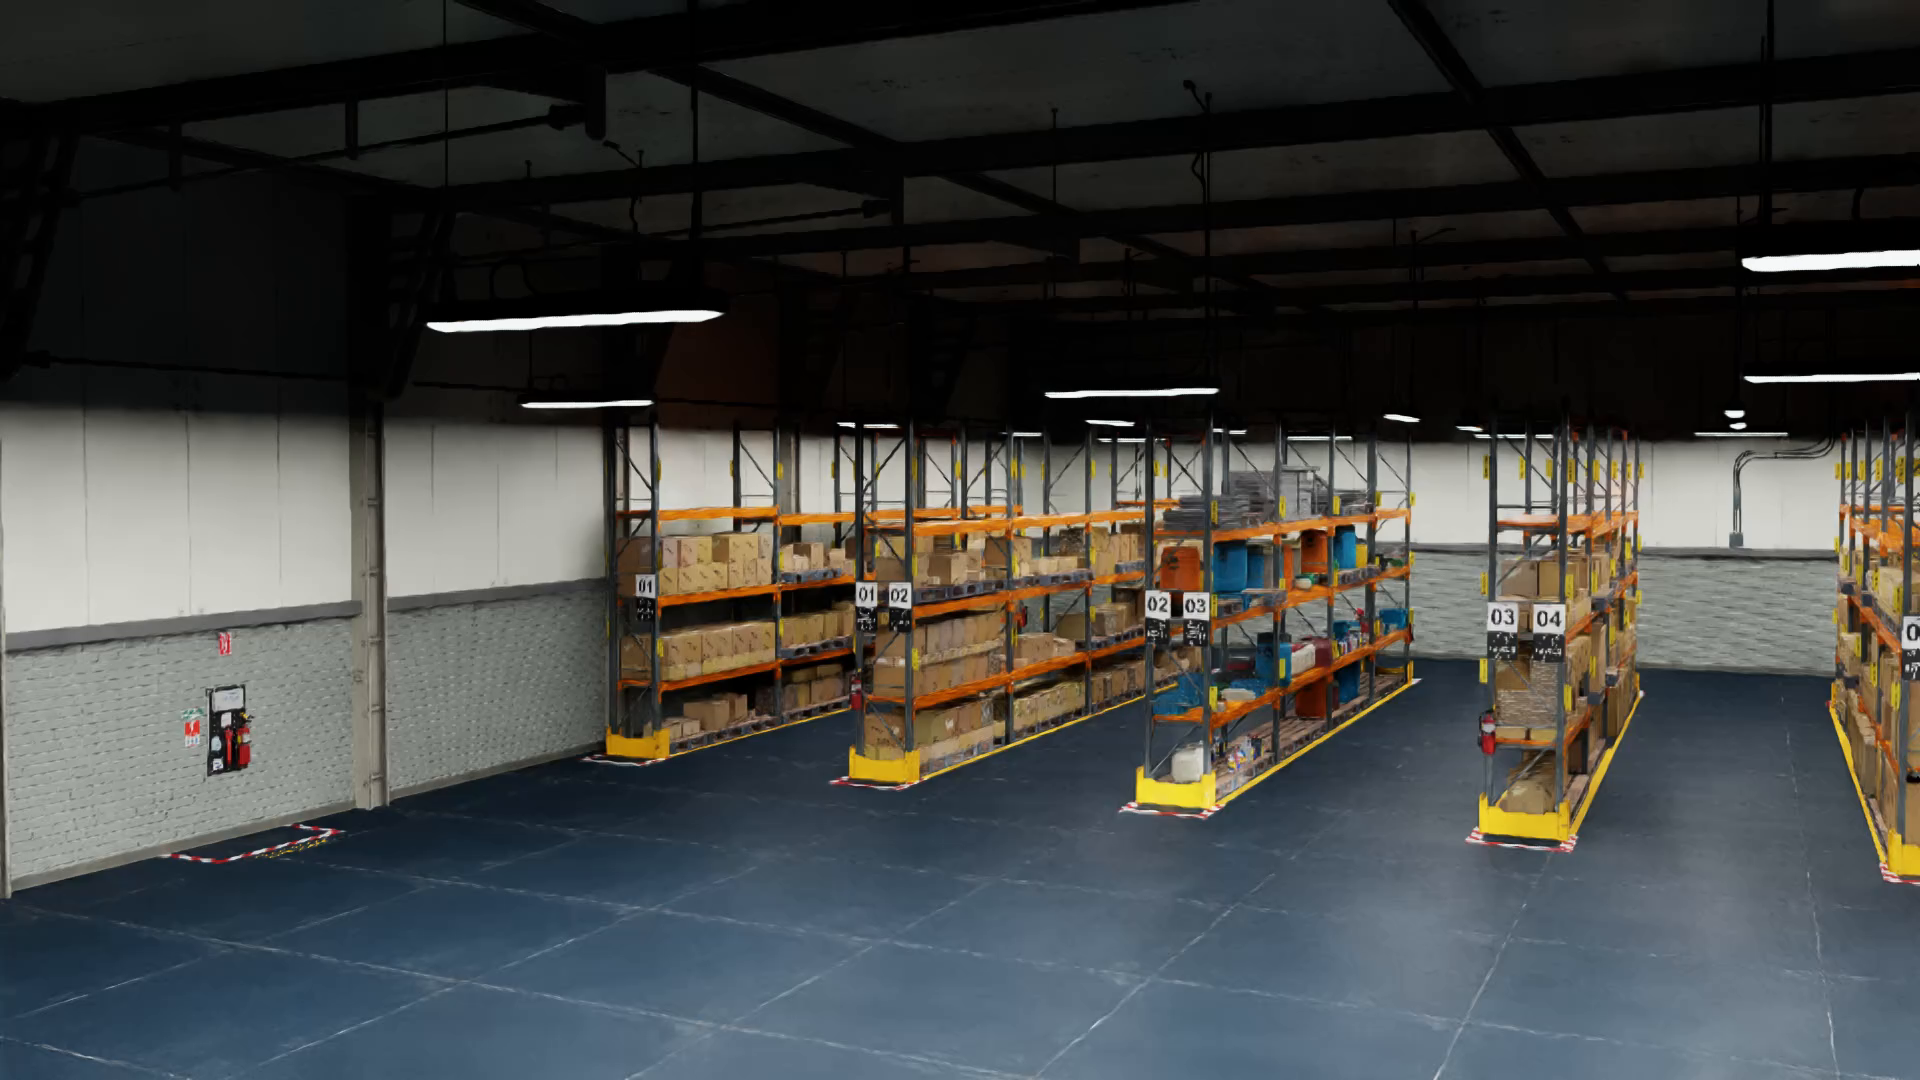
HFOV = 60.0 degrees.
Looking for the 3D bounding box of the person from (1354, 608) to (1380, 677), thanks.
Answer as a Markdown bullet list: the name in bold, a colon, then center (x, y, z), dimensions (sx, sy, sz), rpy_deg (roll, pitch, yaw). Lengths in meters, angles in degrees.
- **person**: center (9.298, 2.442, 38.457), dimensions (0.993, 1.756, 0.598), rpy_deg (-2, 3, -43)
